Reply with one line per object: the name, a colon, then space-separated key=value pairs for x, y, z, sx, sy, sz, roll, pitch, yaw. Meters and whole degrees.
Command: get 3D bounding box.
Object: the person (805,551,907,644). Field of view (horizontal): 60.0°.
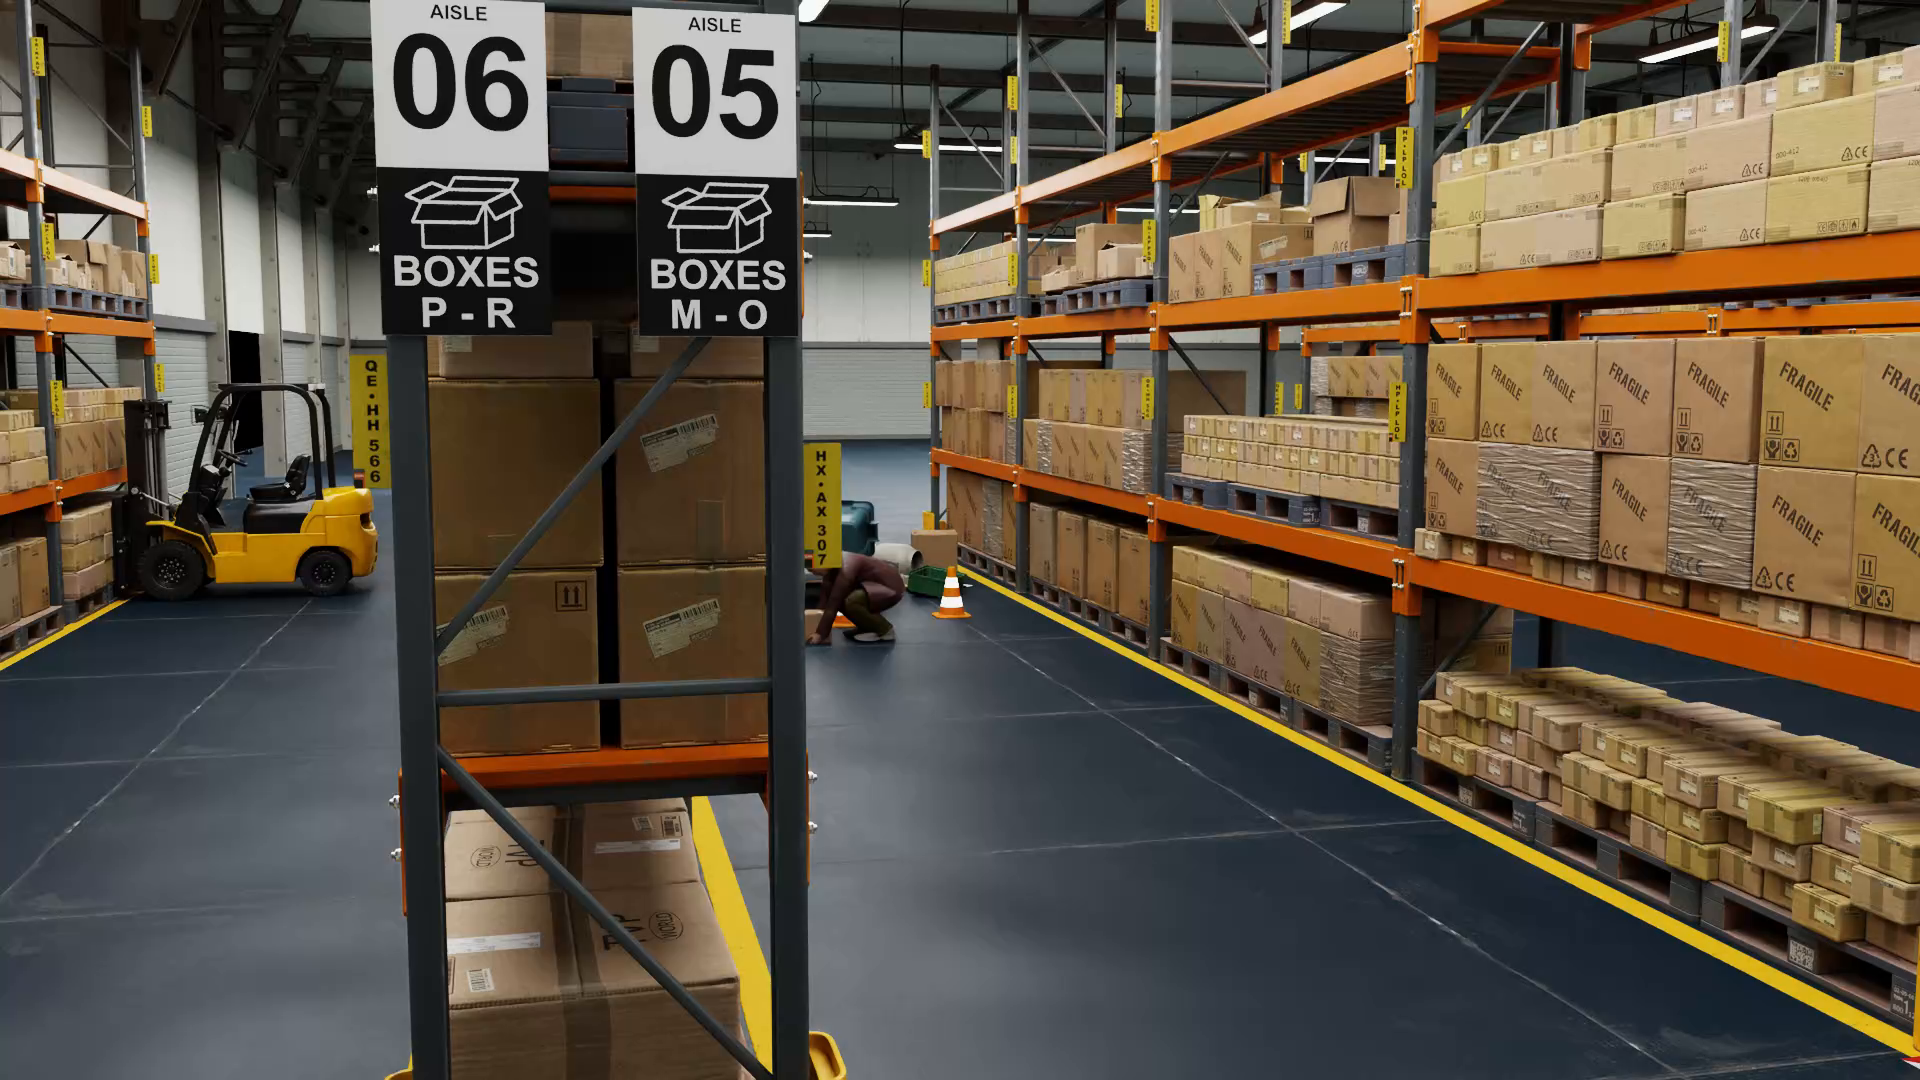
person: x=-0.905 y=0.517 z=14.222 sx=0.904 sy=0.857 sz=0.579 roll=-2 pitch=6 yaw=-14
